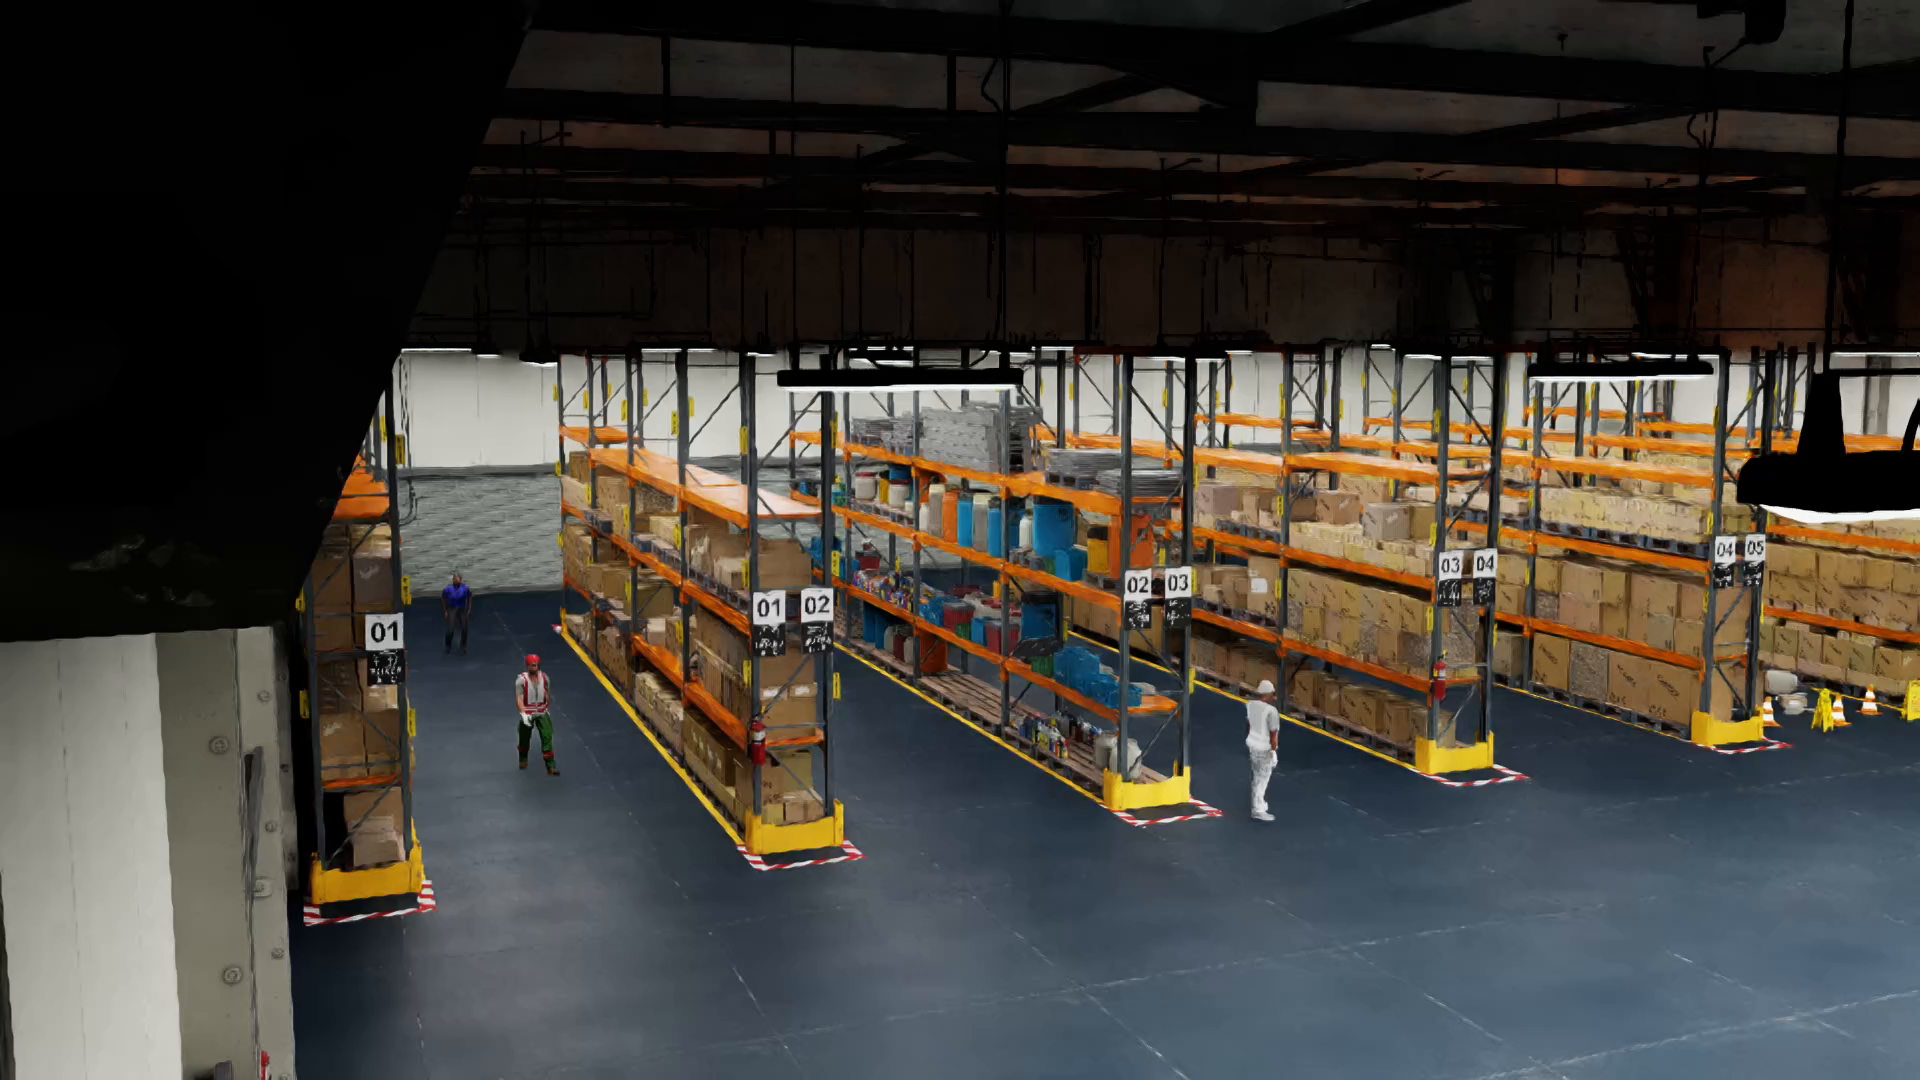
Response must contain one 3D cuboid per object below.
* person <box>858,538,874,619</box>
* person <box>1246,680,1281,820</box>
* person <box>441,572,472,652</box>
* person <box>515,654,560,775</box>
[{"bbox_3d":[-2.045,0.818,36.409,0.387,1.764,0.715,-1,7,-4],"label":"person"},{"bbox_3d":[3.943,2.699,21.647,0.510,1.780,0.730,-4,8,-27],"label":"person"},{"bbox_3d":[-9.857,1.411,32.585,0.592,1.604,0.513,-3,8,-23],"label":"person"},{"bbox_3d":[-6.055,2.466,23.645,0.528,1.727,1.030,-4,8,-29],"label":"person"}]
